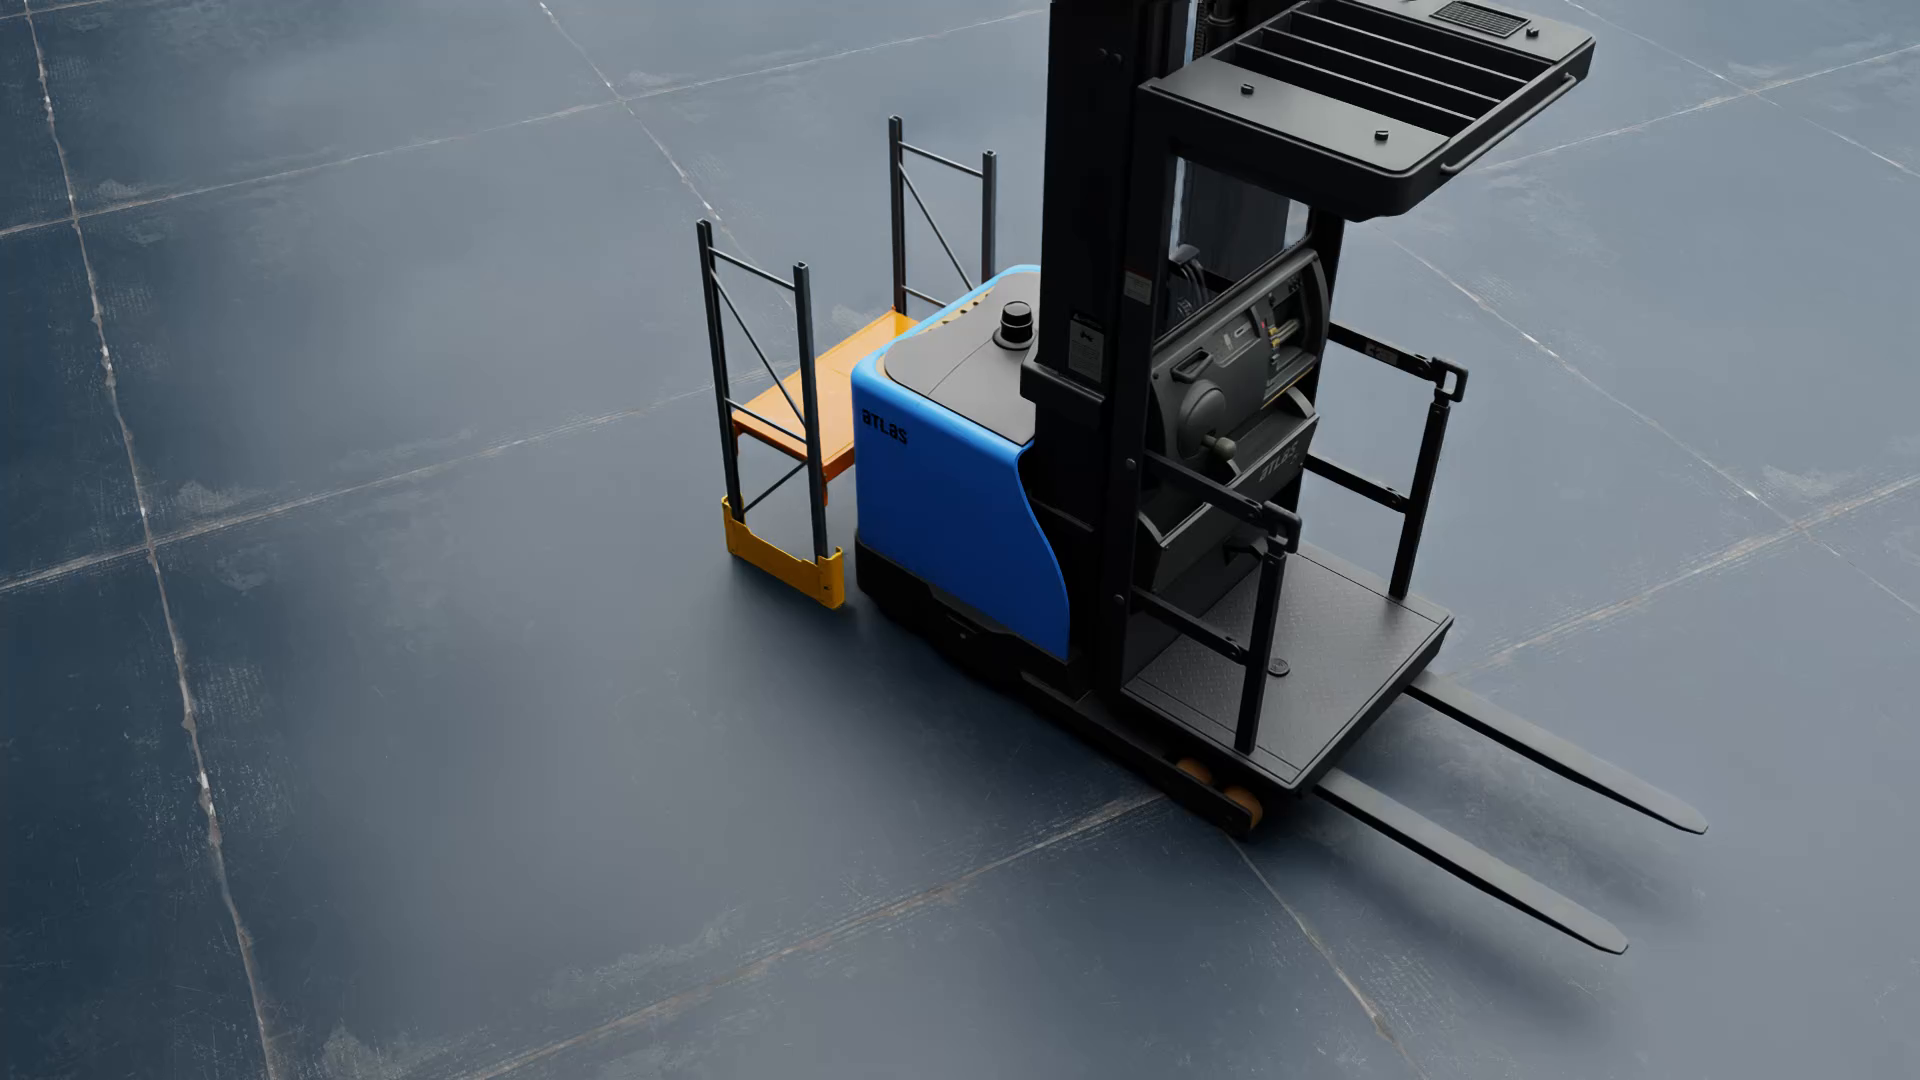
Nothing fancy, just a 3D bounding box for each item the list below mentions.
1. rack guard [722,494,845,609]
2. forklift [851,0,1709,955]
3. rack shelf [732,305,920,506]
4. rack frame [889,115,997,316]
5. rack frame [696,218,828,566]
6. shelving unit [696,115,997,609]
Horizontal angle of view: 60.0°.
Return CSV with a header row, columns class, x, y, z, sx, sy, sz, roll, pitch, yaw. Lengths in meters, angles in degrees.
class,x,y,z,sx,sy,sz,roll,pitch,yaw
rack guard,-0.693,0.037,6.513,0.587,0.250,0.087,27,47,29
forklift,1.043,-0.518,5.094,3.031,2.935,1.130,29,48,30
rack shelf,-0.387,-0.549,6.516,0.538,0.185,1.000,27,47,29
rack frame,-0.068,-0.942,6.702,0.500,1.500,0.032,27,47,29
rack frame,-0.705,-0.430,6.097,0.500,1.500,0.032,27,47,29
shelving unit,-0.381,-0.691,6.405,0.587,1.500,1.083,27,47,29
